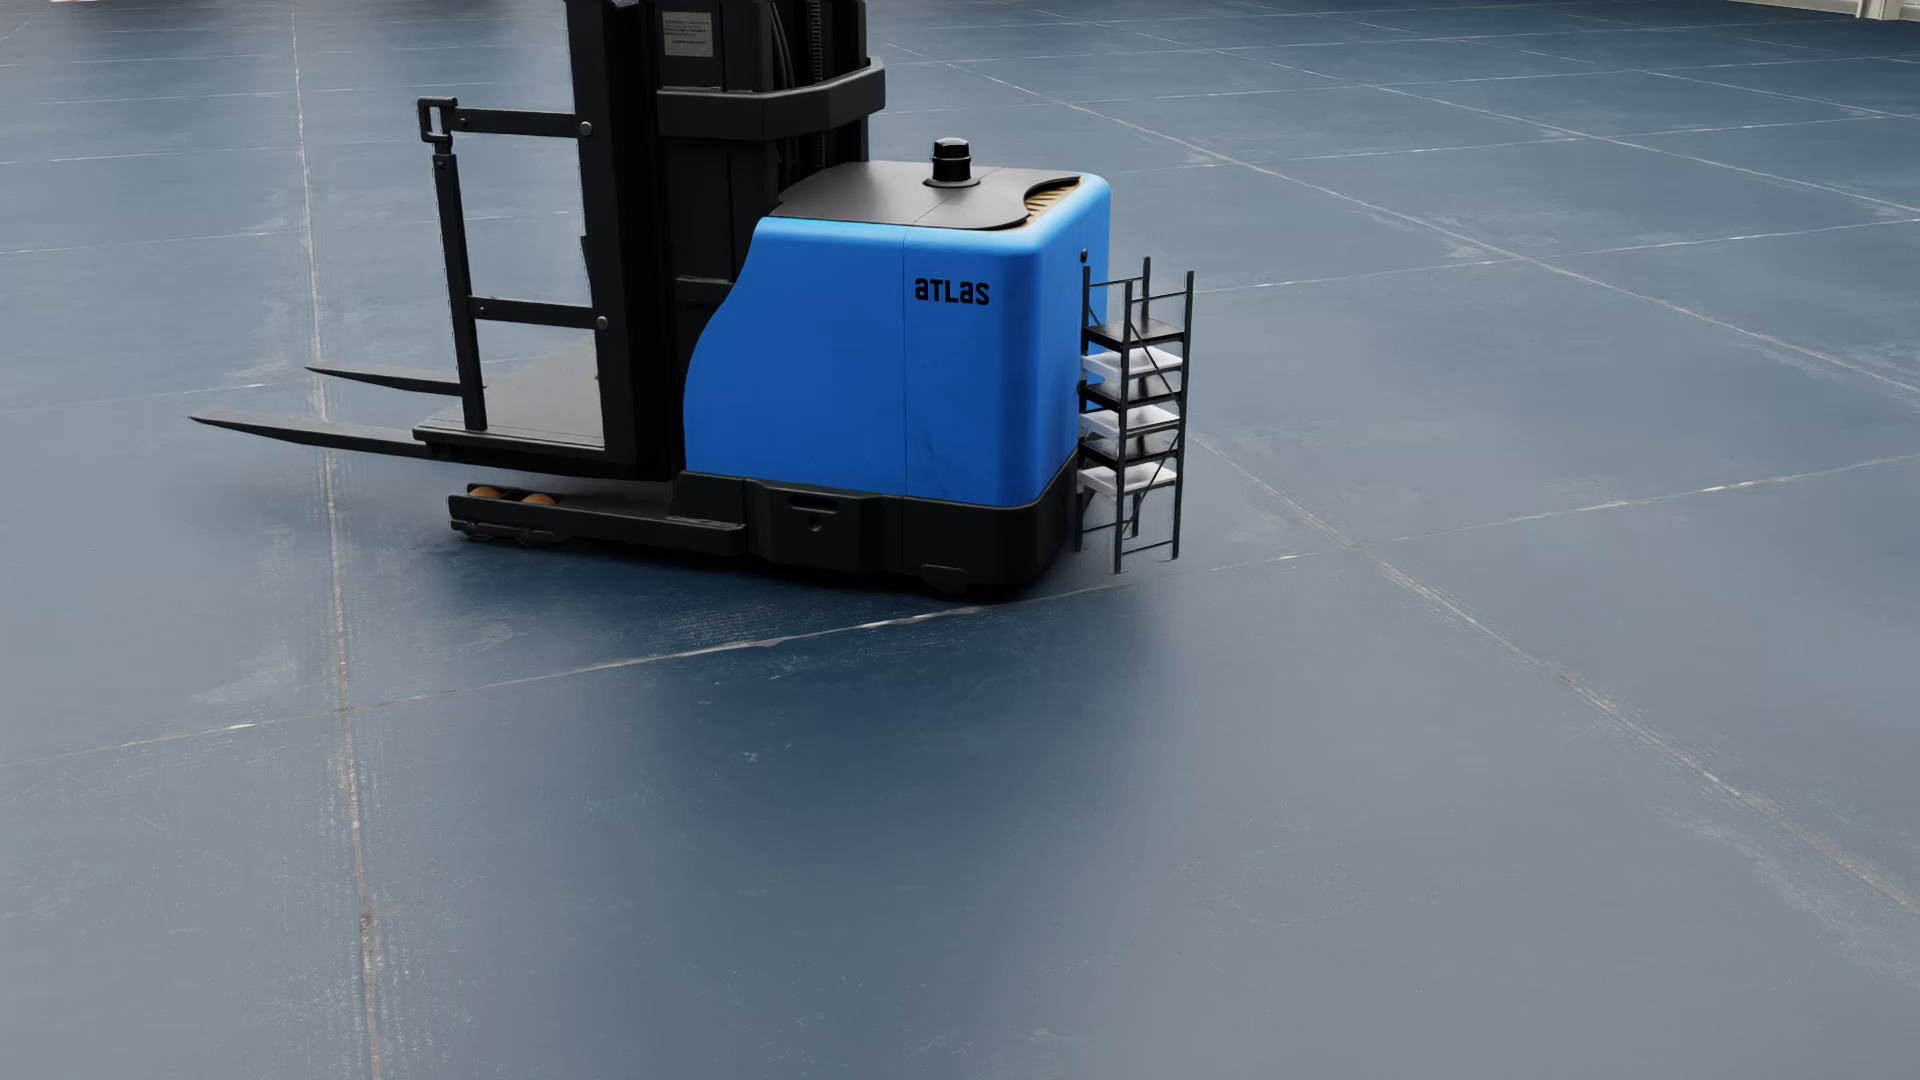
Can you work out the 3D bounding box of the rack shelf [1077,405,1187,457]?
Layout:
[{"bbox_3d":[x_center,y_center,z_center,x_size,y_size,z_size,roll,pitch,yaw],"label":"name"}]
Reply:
[{"bbox_3d":[0.514,-0.337,4.976,0.258,0.077,0.200,-13,26,-29],"label":"rack shelf"}]

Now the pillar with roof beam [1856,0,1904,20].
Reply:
[{"bbox_3d":[7.308,-9.999,17.388,9.100,9.000,0.400,-8,24,-19],"label":"pillar with roof beam"}]

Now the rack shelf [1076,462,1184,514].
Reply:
[{"bbox_3d":[0.514,-0.171,5.045,0.258,0.077,0.200,-13,26,-29],"label":"rack shelf"}]

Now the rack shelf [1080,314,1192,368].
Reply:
[{"bbox_3d":[0.514,-0.585,4.871,0.258,0.077,0.200,-13,26,-29],"label":"rack shelf"}]

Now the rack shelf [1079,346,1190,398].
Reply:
[{"bbox_3d":[0.514,-0.502,4.906,0.258,0.077,0.200,-13,26,-29],"label":"rack shelf"}]

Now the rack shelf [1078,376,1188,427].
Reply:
[{"bbox_3d":[0.514,-0.419,4.941,0.258,0.077,0.200,-13,26,-29],"label":"rack shelf"}]

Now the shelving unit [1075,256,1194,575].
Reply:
[{"bbox_3d":[0.514,-0.367,4.963,0.258,0.900,0.210,-13,26,-29],"label":"shelving unit"}]

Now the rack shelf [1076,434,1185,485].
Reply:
[{"bbox_3d":[0.514,-0.254,5.011,0.258,0.077,0.200,-13,26,-29],"label":"rack shelf"}]

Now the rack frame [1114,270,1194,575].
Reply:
[{"bbox_3d":[0.567,-0.334,4.883,0.240,0.900,0.006,-13,26,-29],"label":"rack frame"}]

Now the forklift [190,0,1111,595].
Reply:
[{"bbox_3d":[-1.089,-1.511,5.062,3.031,2.935,1.130,7,24,16],"label":"forklift"}]

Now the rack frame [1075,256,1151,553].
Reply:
[{"bbox_3d":[0.461,-0.401,5.042,0.240,0.900,0.006,-13,26,-29],"label":"rack frame"}]
